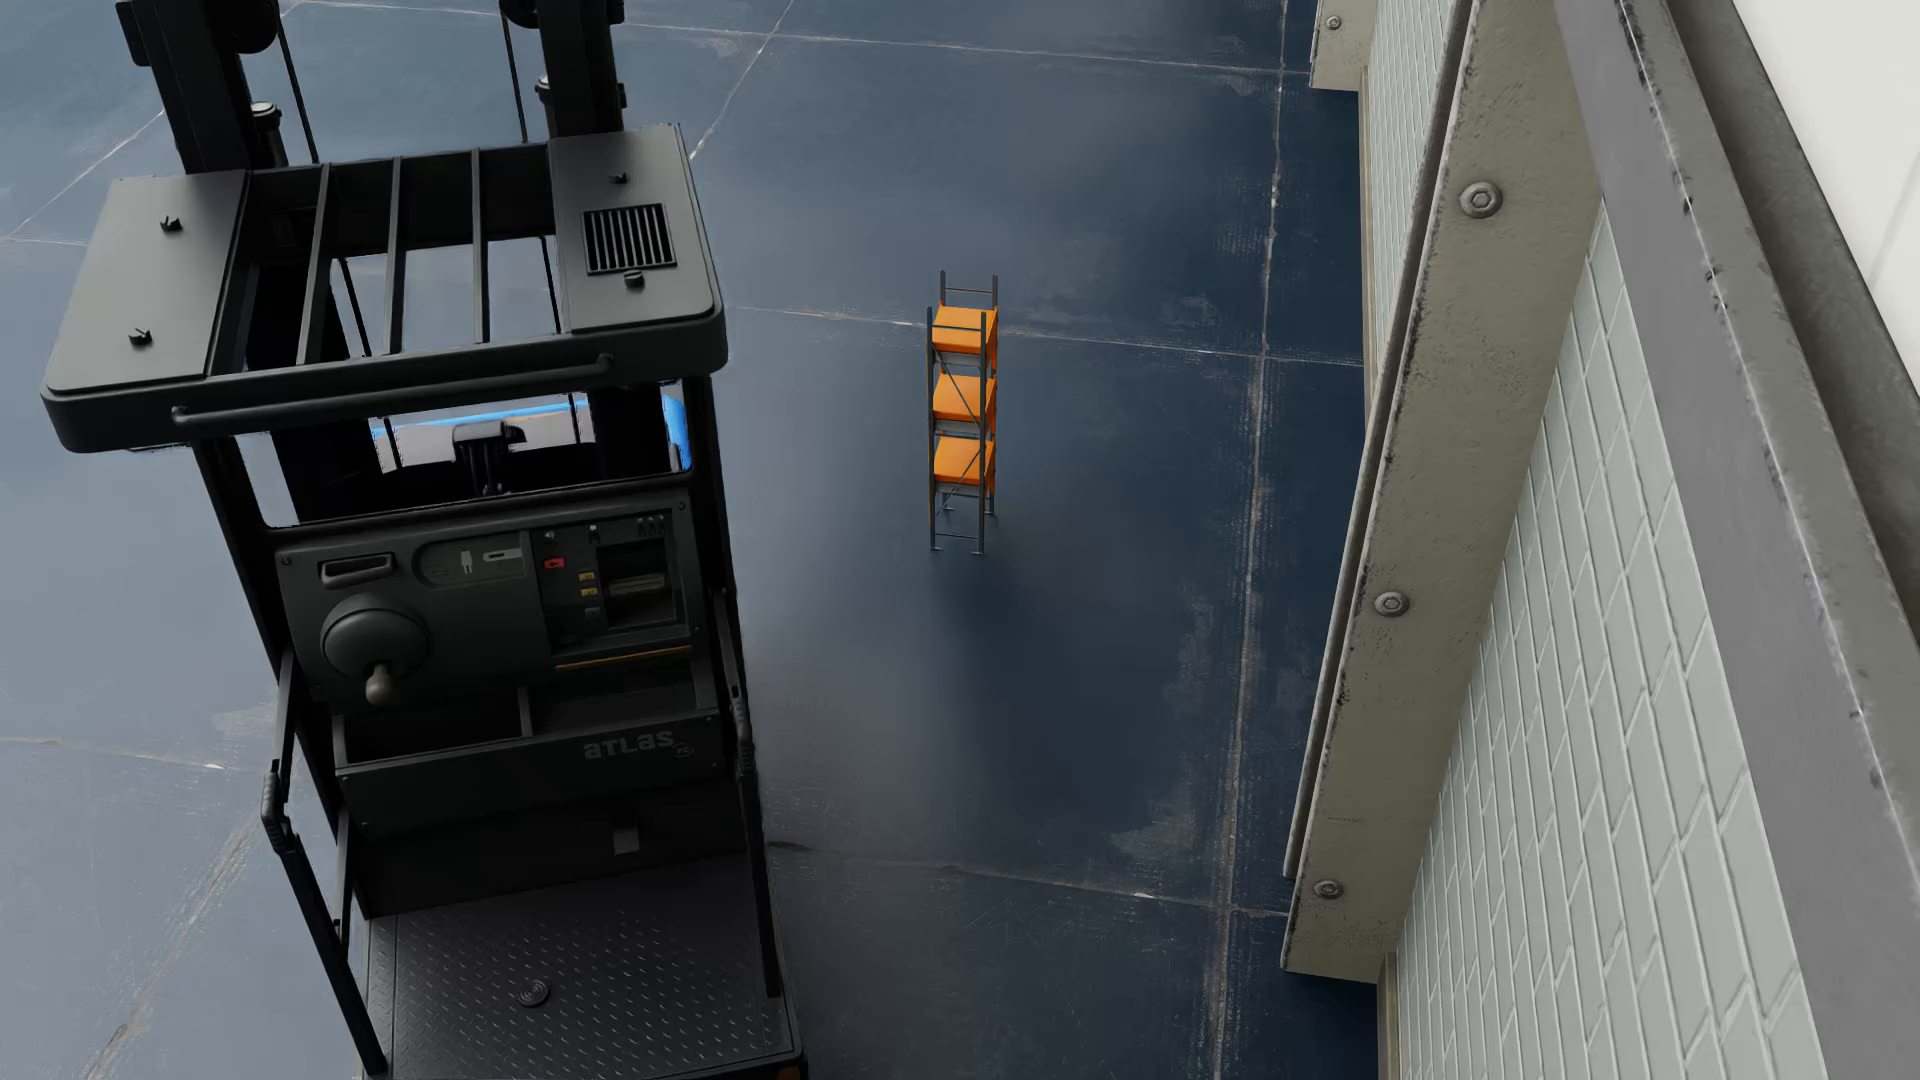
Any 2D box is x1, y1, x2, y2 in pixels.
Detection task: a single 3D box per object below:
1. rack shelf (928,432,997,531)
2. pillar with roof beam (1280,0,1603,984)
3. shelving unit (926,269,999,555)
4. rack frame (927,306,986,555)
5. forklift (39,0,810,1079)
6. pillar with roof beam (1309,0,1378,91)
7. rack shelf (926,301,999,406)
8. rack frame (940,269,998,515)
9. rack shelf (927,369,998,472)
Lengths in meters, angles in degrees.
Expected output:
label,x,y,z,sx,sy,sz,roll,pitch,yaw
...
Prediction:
label,x,y,z,sx,sy,sz,roll,pitch,yaw
rack shelf,0.009,-0.216,6.140,0.215,0.259,0.240,6,40,8
pillar with roof beam,-3.136,-2.820,2.598,9.100,9.000,0.400,6,40,8
shelving unit,0.009,-0.438,5.956,0.215,1.050,0.252,6,40,8
rack frame,-0.012,-0.362,5.863,0.200,1.050,0.008,6,40,8
forklift,-1.025,0.212,3.693,1.130,2.935,3.031,-8,40,-10
pillar with roof beam,-2.097,-6.585,7.153,9.100,9.000,0.400,6,40,8
rack shelf,0.009,-0.649,5.782,0.215,0.259,0.240,6,40,8
rack frame,0.030,-0.515,6.049,0.200,1.050,0.008,6,40,8
rack shelf,0.009,-0.430,5.963,0.215,0.259,0.240,6,40,8
